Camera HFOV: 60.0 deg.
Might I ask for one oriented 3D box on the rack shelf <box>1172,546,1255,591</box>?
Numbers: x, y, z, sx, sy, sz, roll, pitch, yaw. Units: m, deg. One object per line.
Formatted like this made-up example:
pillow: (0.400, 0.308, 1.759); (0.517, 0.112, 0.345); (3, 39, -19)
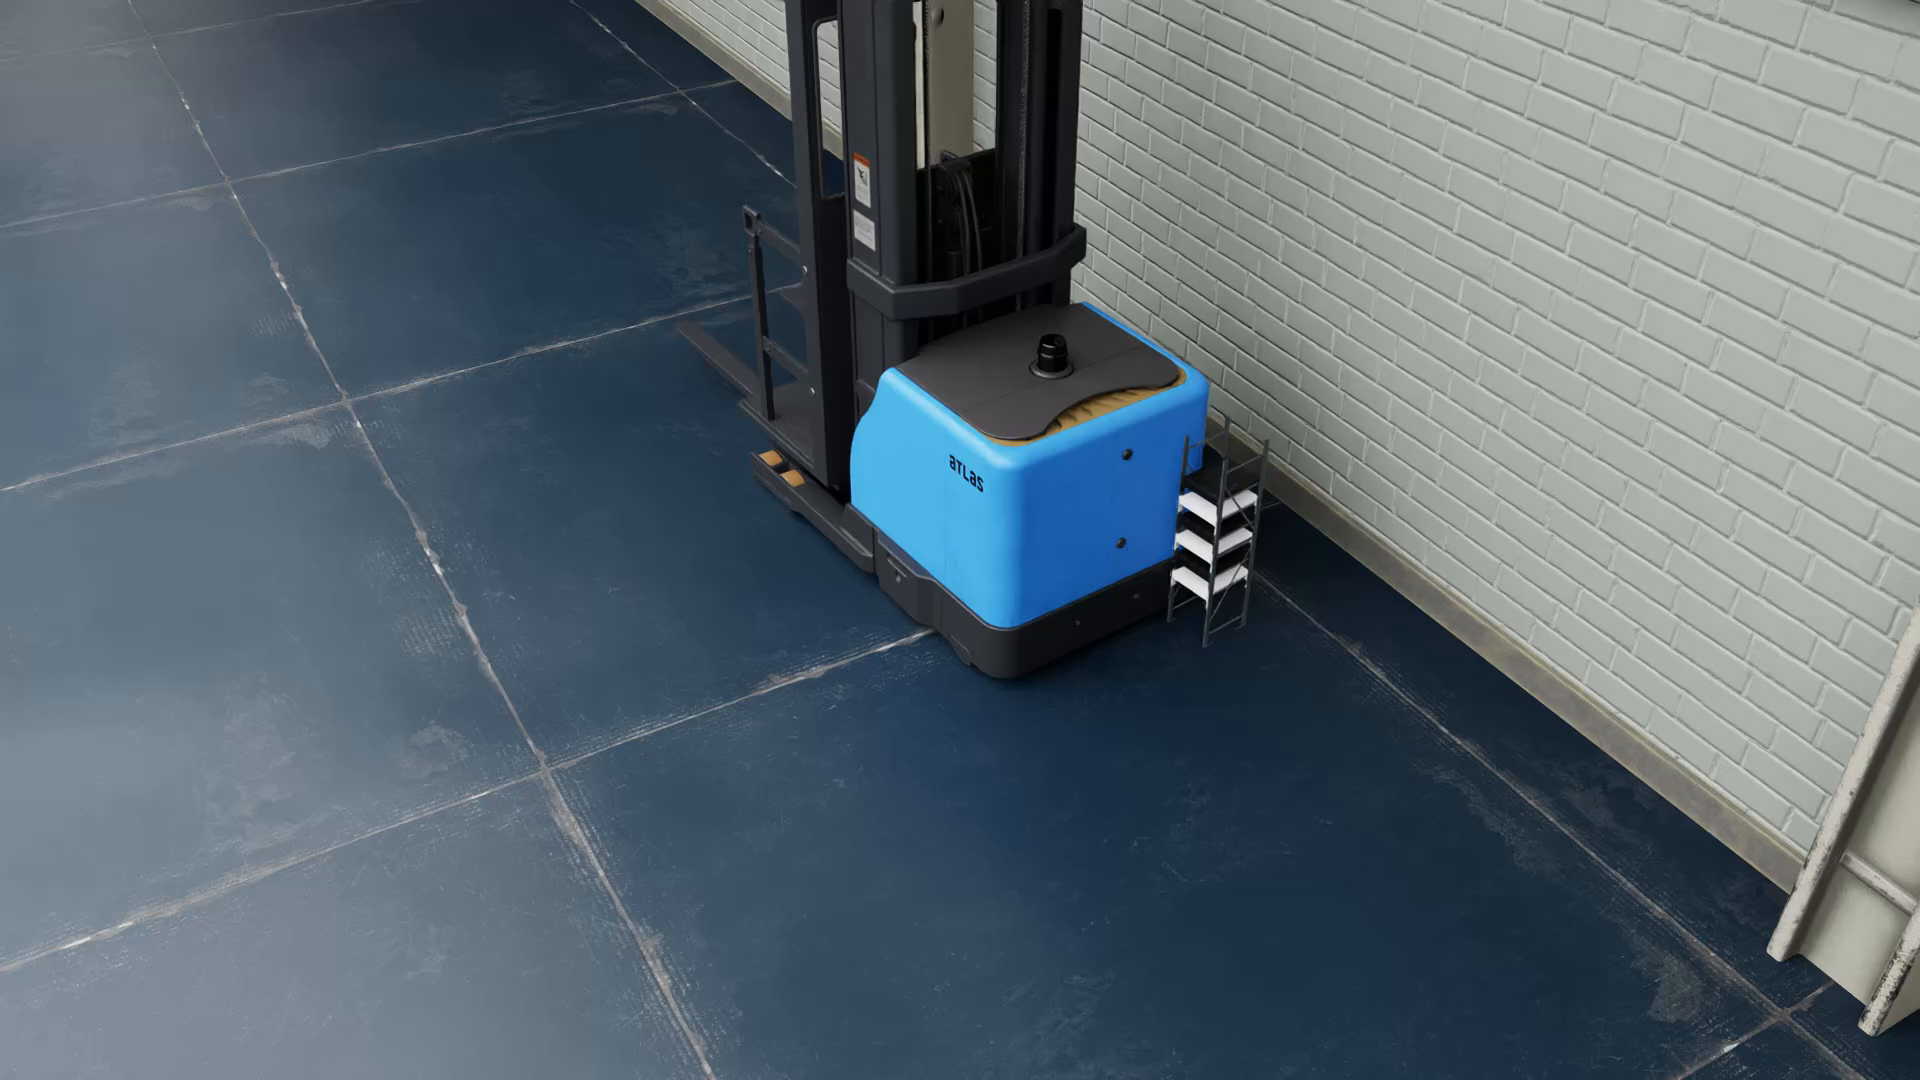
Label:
rack shelf: (1.004, 0.079, 6.588); (0.258, 0.077, 0.200); (-25, 43, -30)

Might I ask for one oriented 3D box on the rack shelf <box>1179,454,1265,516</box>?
rack shelf: (1.004, -0.212, 6.376); (0.258, 0.077, 0.200); (-25, 43, -30)

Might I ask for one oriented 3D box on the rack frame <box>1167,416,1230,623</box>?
rack frame: (0.941, -0.068, 6.580); (0.240, 0.900, 0.006); (-25, 43, -30)

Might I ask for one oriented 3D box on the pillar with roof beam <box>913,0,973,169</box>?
pillar with roof beam: (-3.880, -4.025, 5.132); (9.100, 9.000, 0.400); (-19, 40, -24)

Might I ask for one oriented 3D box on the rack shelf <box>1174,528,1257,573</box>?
rack shelf: (1.004, 0.006, 6.535); (0.258, 0.077, 0.200); (-25, 43, -30)

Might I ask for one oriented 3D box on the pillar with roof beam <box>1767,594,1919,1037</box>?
pillar with roof beam: (-0.866, -0.965, 0.942); (9.100, 9.000, 0.400); (-19, 40, -24)

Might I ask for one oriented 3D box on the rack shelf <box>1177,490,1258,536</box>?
rack shelf: (1.004, -0.139, 6.429); (0.258, 0.077, 0.200); (-25, 43, -30)

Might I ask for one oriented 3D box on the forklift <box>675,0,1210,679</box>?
forklift: (-0.293, -1.476, 6.786); (1.130, 2.935, 3.031); (-22, 42, -28)

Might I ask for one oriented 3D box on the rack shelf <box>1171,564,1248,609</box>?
rack shelf: (1.004, 0.151, 6.641); (0.258, 0.077, 0.200); (-25, 43, -30)

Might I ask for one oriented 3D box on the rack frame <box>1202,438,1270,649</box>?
rack frame: (1.067, 0.026, 6.451); (0.240, 0.900, 0.006); (-25, 43, -30)

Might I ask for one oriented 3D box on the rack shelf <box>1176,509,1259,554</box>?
rack shelf: (1.004, -0.067, 6.482); (0.258, 0.077, 0.200); (-25, 43, -30)

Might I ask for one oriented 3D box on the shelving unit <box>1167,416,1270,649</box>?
shelving unit: (1.004, -0.021, 6.515); (0.258, 0.900, 0.210); (-25, 43, -30)
